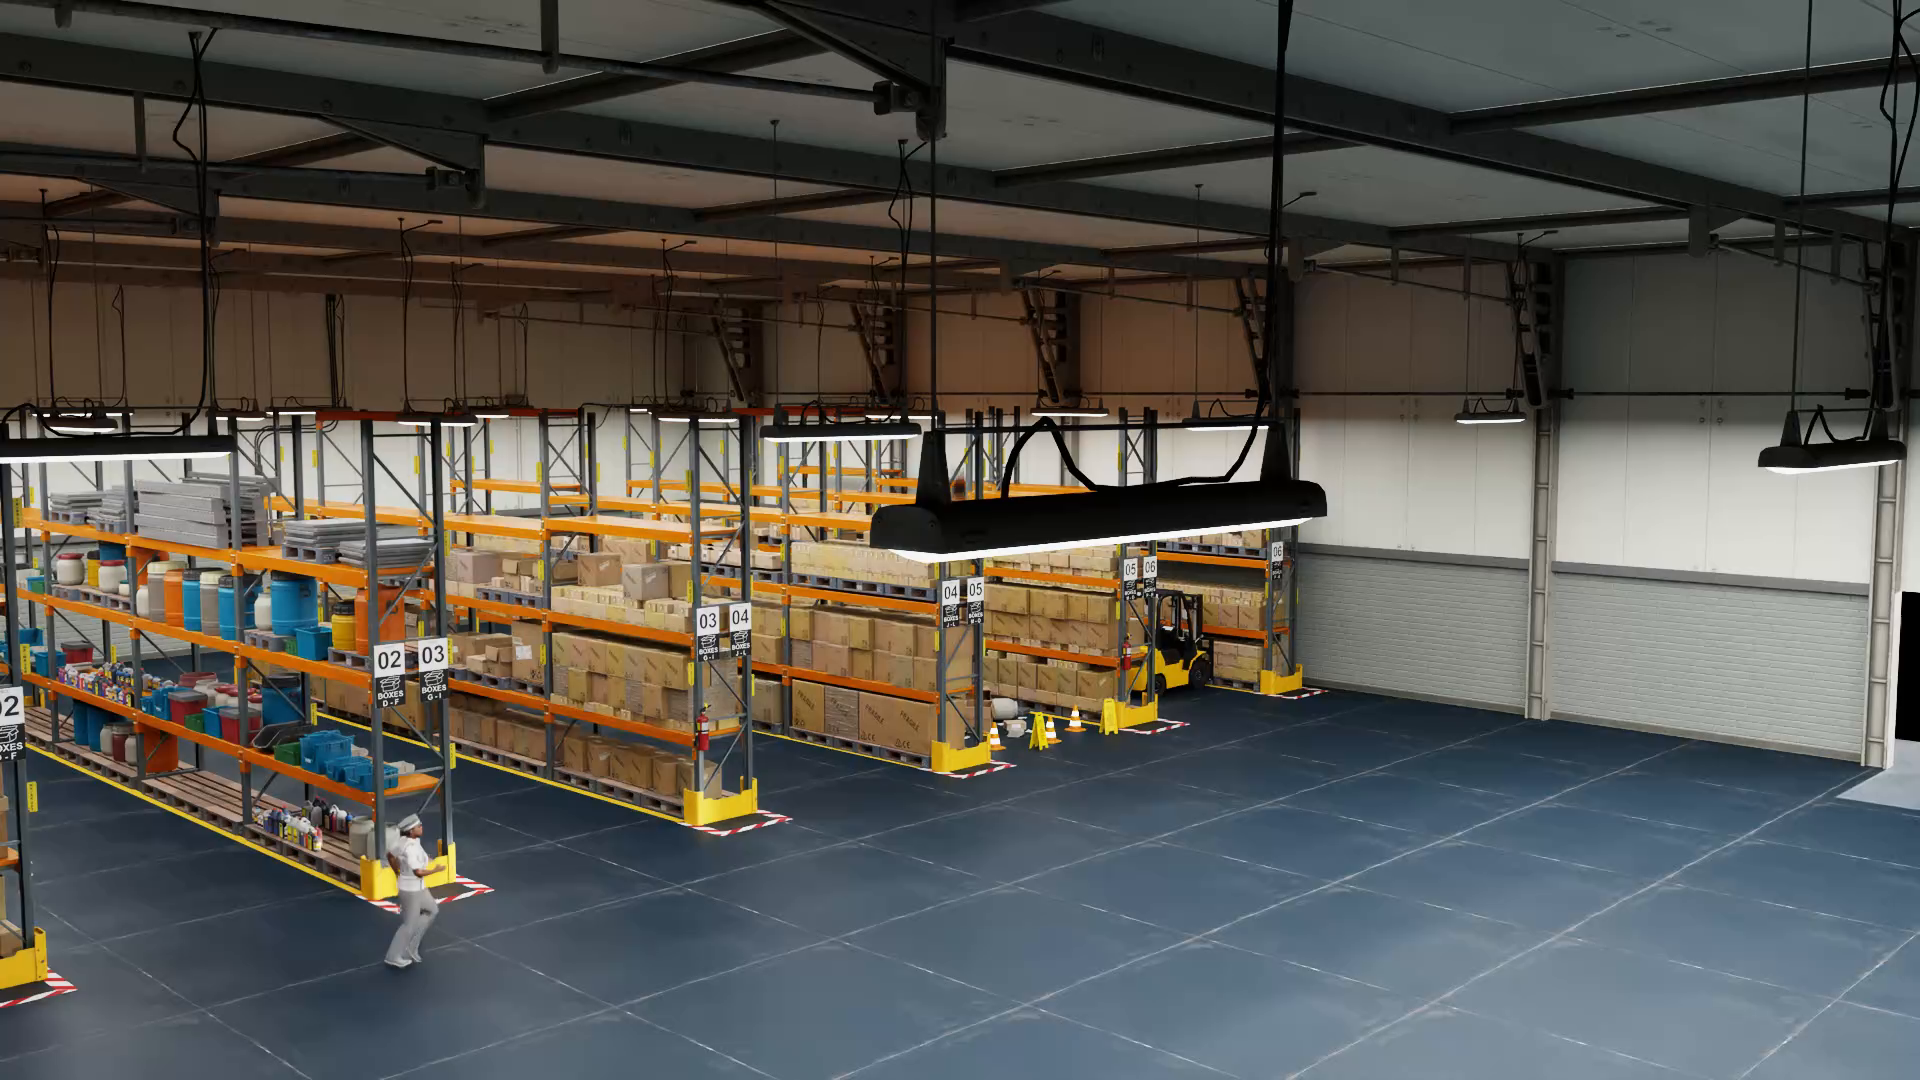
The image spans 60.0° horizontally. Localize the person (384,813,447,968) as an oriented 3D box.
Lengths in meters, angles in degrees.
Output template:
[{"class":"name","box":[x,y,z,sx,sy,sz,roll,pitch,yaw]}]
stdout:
[{"class":"person","box":[-6.019,3.864,18.362,0.684,1.712,0.587,-2,5,-21]}]
